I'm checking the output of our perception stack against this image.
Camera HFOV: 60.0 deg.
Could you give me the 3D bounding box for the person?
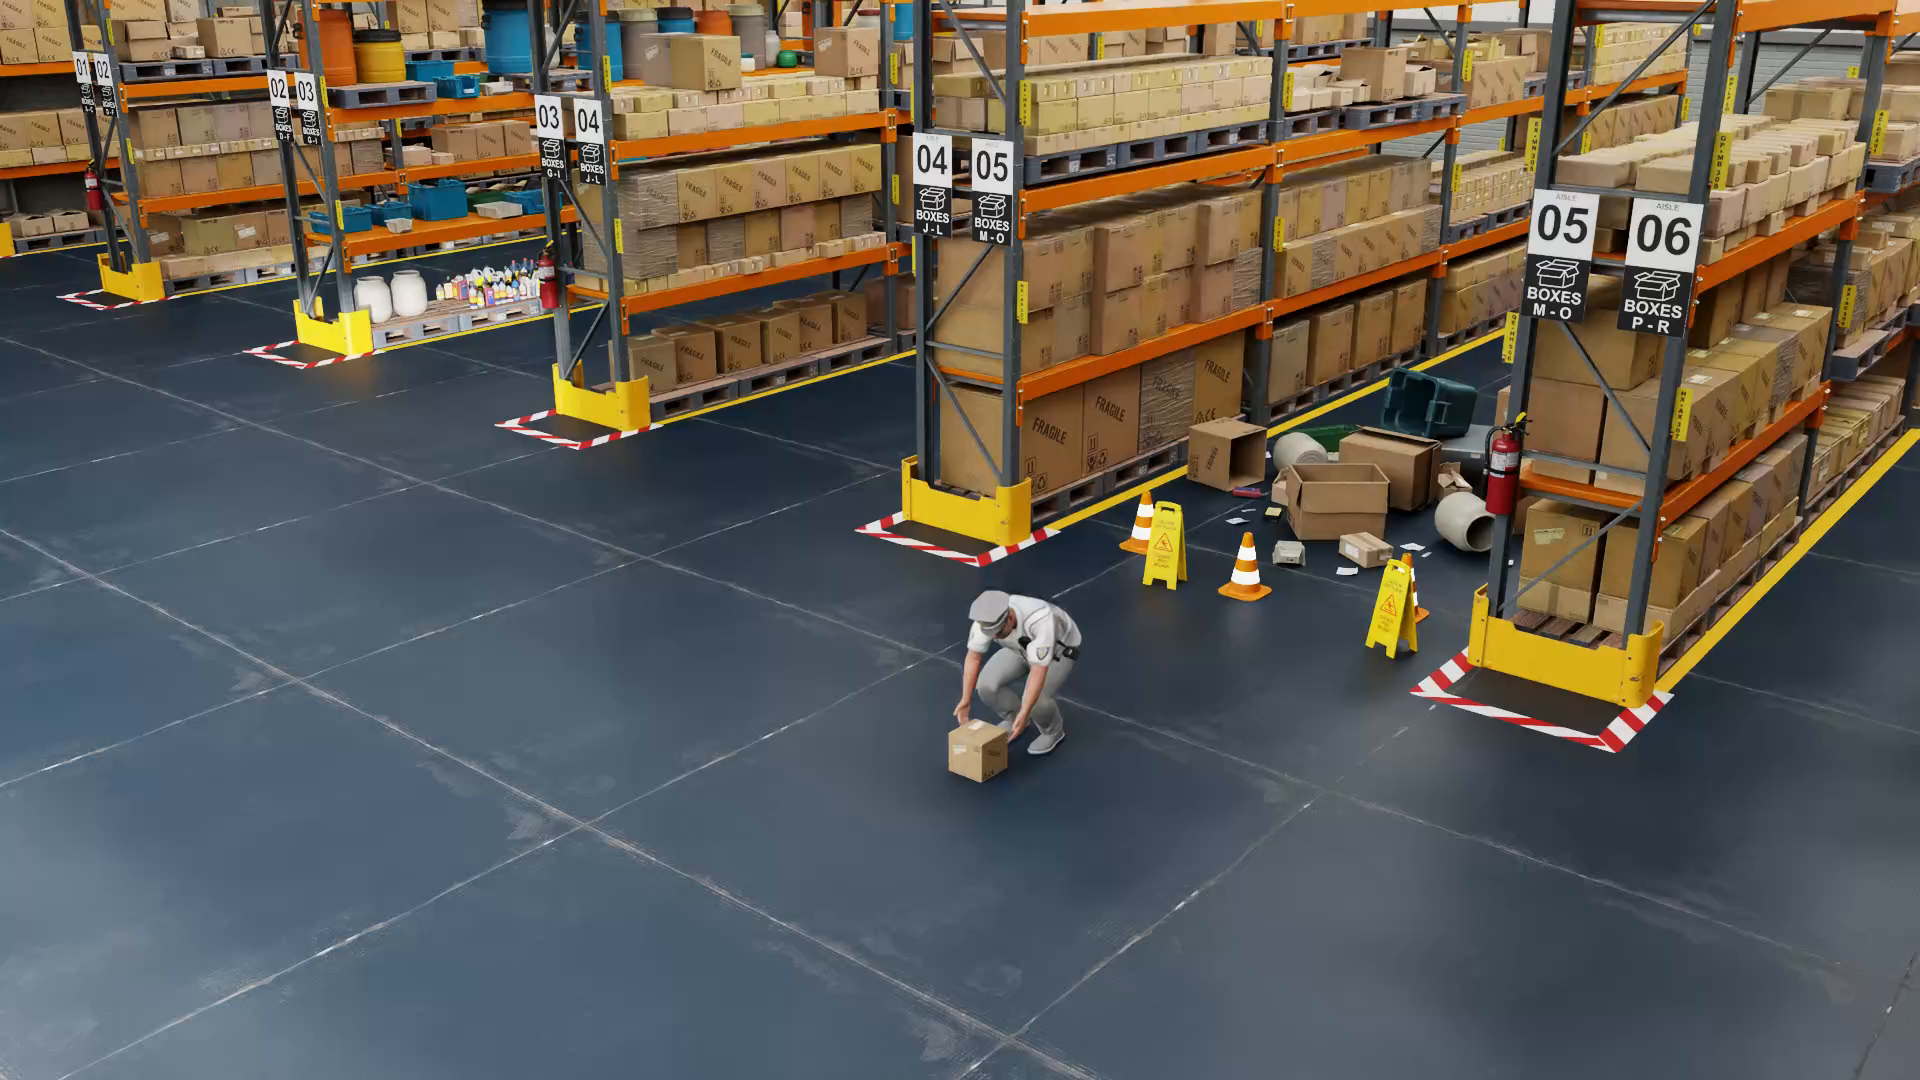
[{"bbox_3d":[0.374,0.744,9.949,0.576,1.124,0.923,16,25,36],"label":"person"}]
